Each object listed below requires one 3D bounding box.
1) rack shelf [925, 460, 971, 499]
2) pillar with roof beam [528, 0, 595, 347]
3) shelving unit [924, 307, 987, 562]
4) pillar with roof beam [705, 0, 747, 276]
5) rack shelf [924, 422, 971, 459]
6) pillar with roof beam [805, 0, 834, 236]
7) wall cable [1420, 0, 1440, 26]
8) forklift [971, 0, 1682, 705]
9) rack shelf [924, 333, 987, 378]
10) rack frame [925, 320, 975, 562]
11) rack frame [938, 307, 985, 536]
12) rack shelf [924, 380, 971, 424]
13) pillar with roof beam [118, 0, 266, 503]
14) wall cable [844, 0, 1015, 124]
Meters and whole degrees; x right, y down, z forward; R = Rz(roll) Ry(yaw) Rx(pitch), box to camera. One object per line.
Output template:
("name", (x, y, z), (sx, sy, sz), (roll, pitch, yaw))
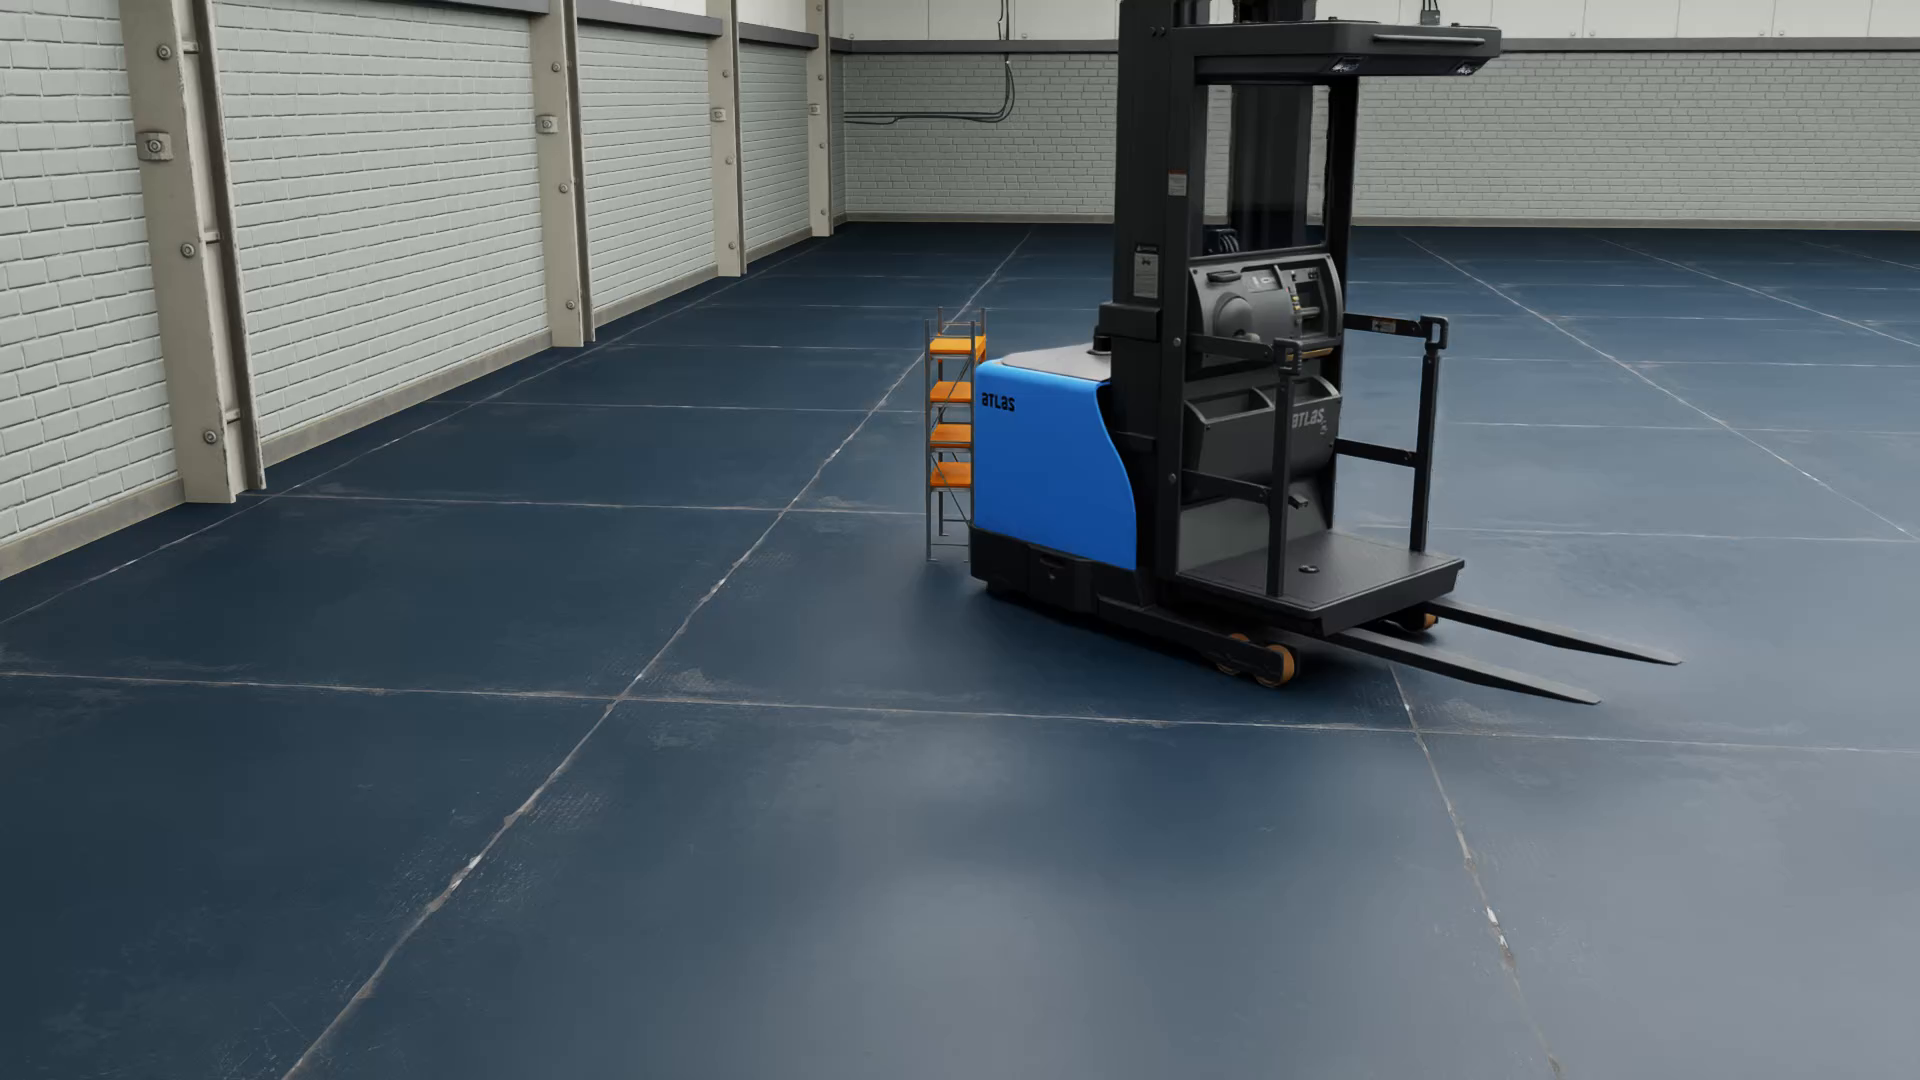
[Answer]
("rack shelf", (-0.019, -0.280, 8.416), (0.258, 0.148, 0.480), (2, 15, 6))
("pillar with roof beam", (0.689, -6.037, 13.750), (9.100, 9.000, 0.400), (2, 15, 6))
("shelving unit", (-0.019, -0.536, 8.347), (0.258, 1.200, 0.503), (2, 15, 6))
("pillar with roof beam", (1.366, -7.594, 19.505), (9.100, 9.000, 0.400), (2, 15, 6))
("rack shelf", (-0.019, -0.471, 8.364), (0.258, 0.148, 0.480), (2, 15, 6))
("pillar with roof beam", (2.043, -9.150, 25.260), (9.100, 9.000, 0.400), (2, 15, 6))
("wall cable", (8.843, -11.360, 26.918), (2.305, 6.003, 0.169), (2, 15, 6))
("forklift", (1.412, -0.987, 6.697), (1.130, 2.935, 3.031), (-13, 20, -40))
("rack shelf", (-0.019, -0.916, 8.244), (0.258, 0.148, 0.480), (2, 15, 6))
("rack frame", (-0.046, -0.473, 8.113), (0.240, 1.200, 0.015), (2, 15, 6))
("rack frame", (0.009, -0.600, 8.581), (0.240, 1.200, 0.015), (2, 15, 6))
("rack shelf", (-0.019, -0.687, 8.306), (0.258, 0.148, 0.480), (2, 15, 6))
("pillar with roof beam", (0.012, -4.481, 7.995), (9.100, 9.000, 0.400), (2, 15, 6))
("wall cable", (-0.588, -8.503, 28.816), (3.097, 2.526, 0.112), (2, 15, 6))
